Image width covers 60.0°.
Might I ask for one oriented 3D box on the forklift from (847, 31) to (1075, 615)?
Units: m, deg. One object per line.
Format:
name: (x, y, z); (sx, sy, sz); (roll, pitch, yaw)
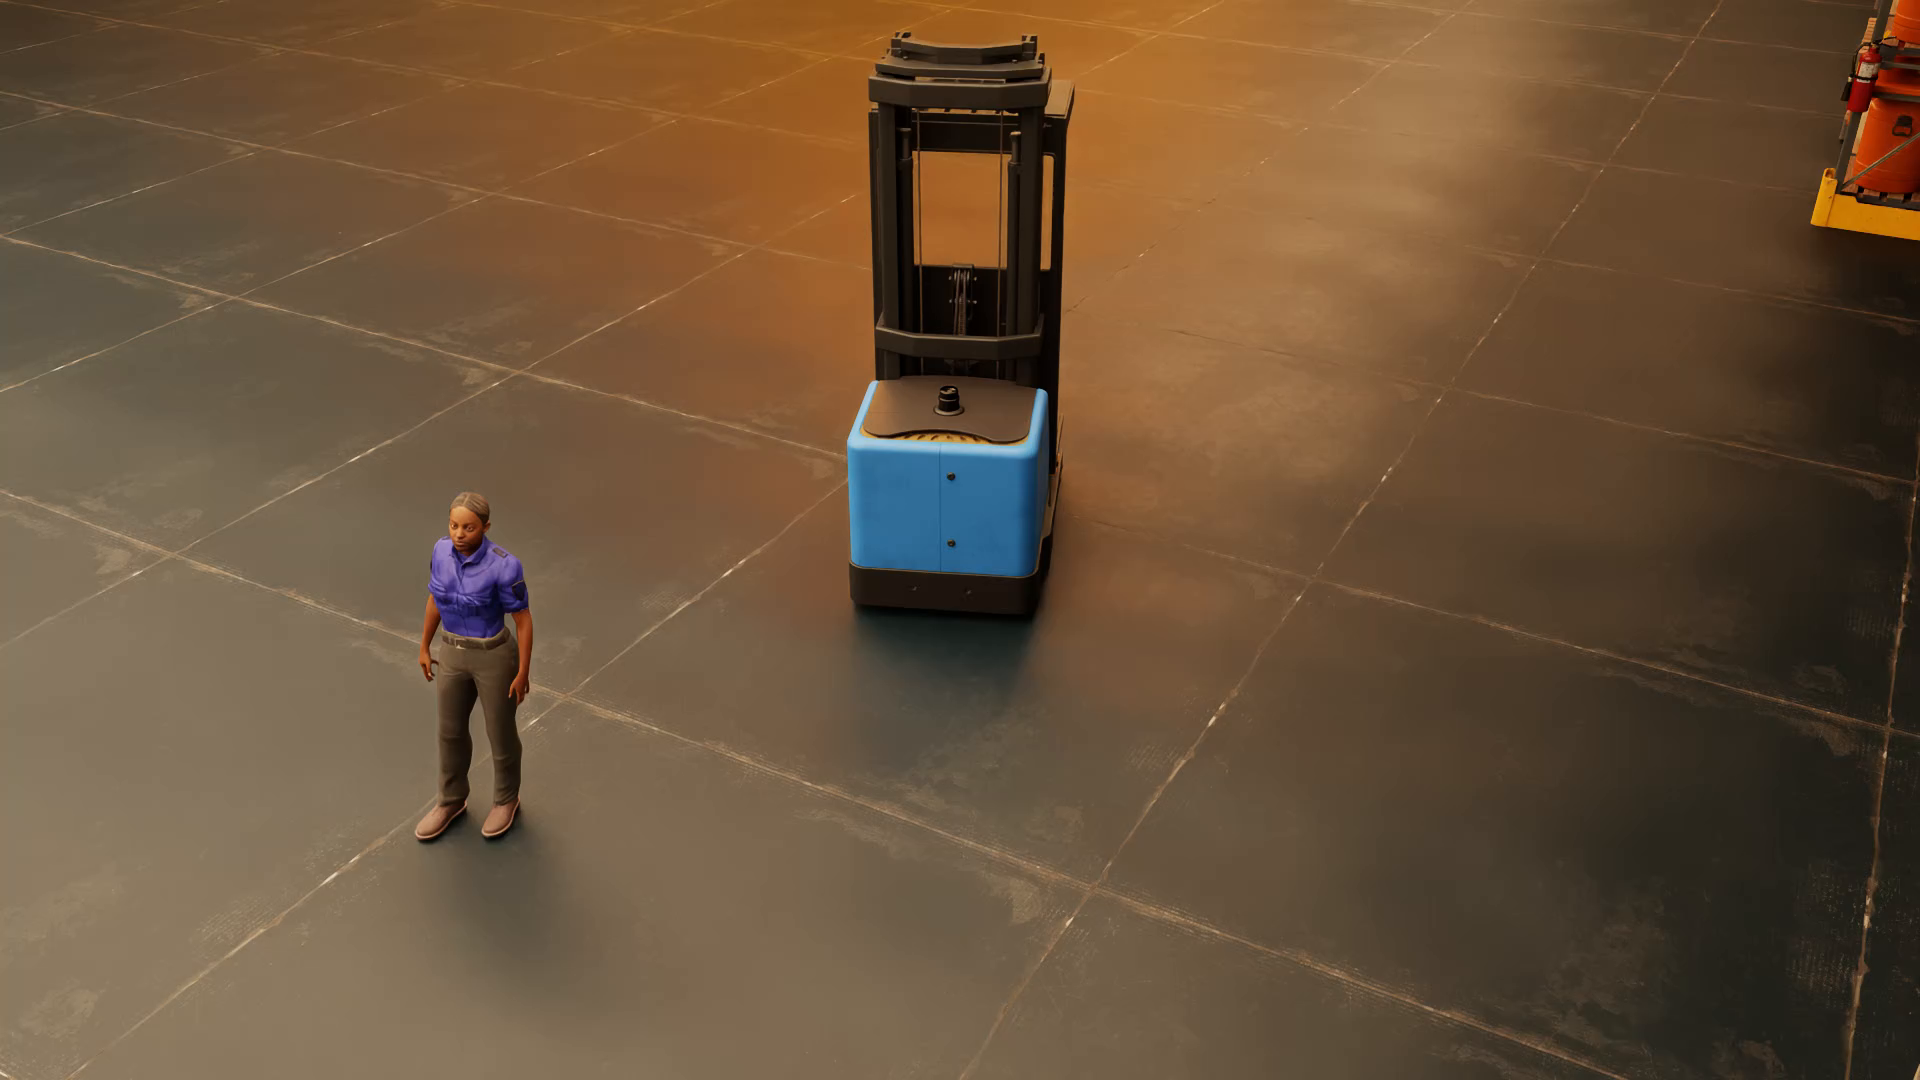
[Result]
forklift: (0.072, -1.572, 9.794); (1.130, 2.935, 3.031); (3, 30, 6)

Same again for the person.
person: (-2.172, 0.579, 7.332); (0.568, 1.655, 0.504); (9, 31, 15)
